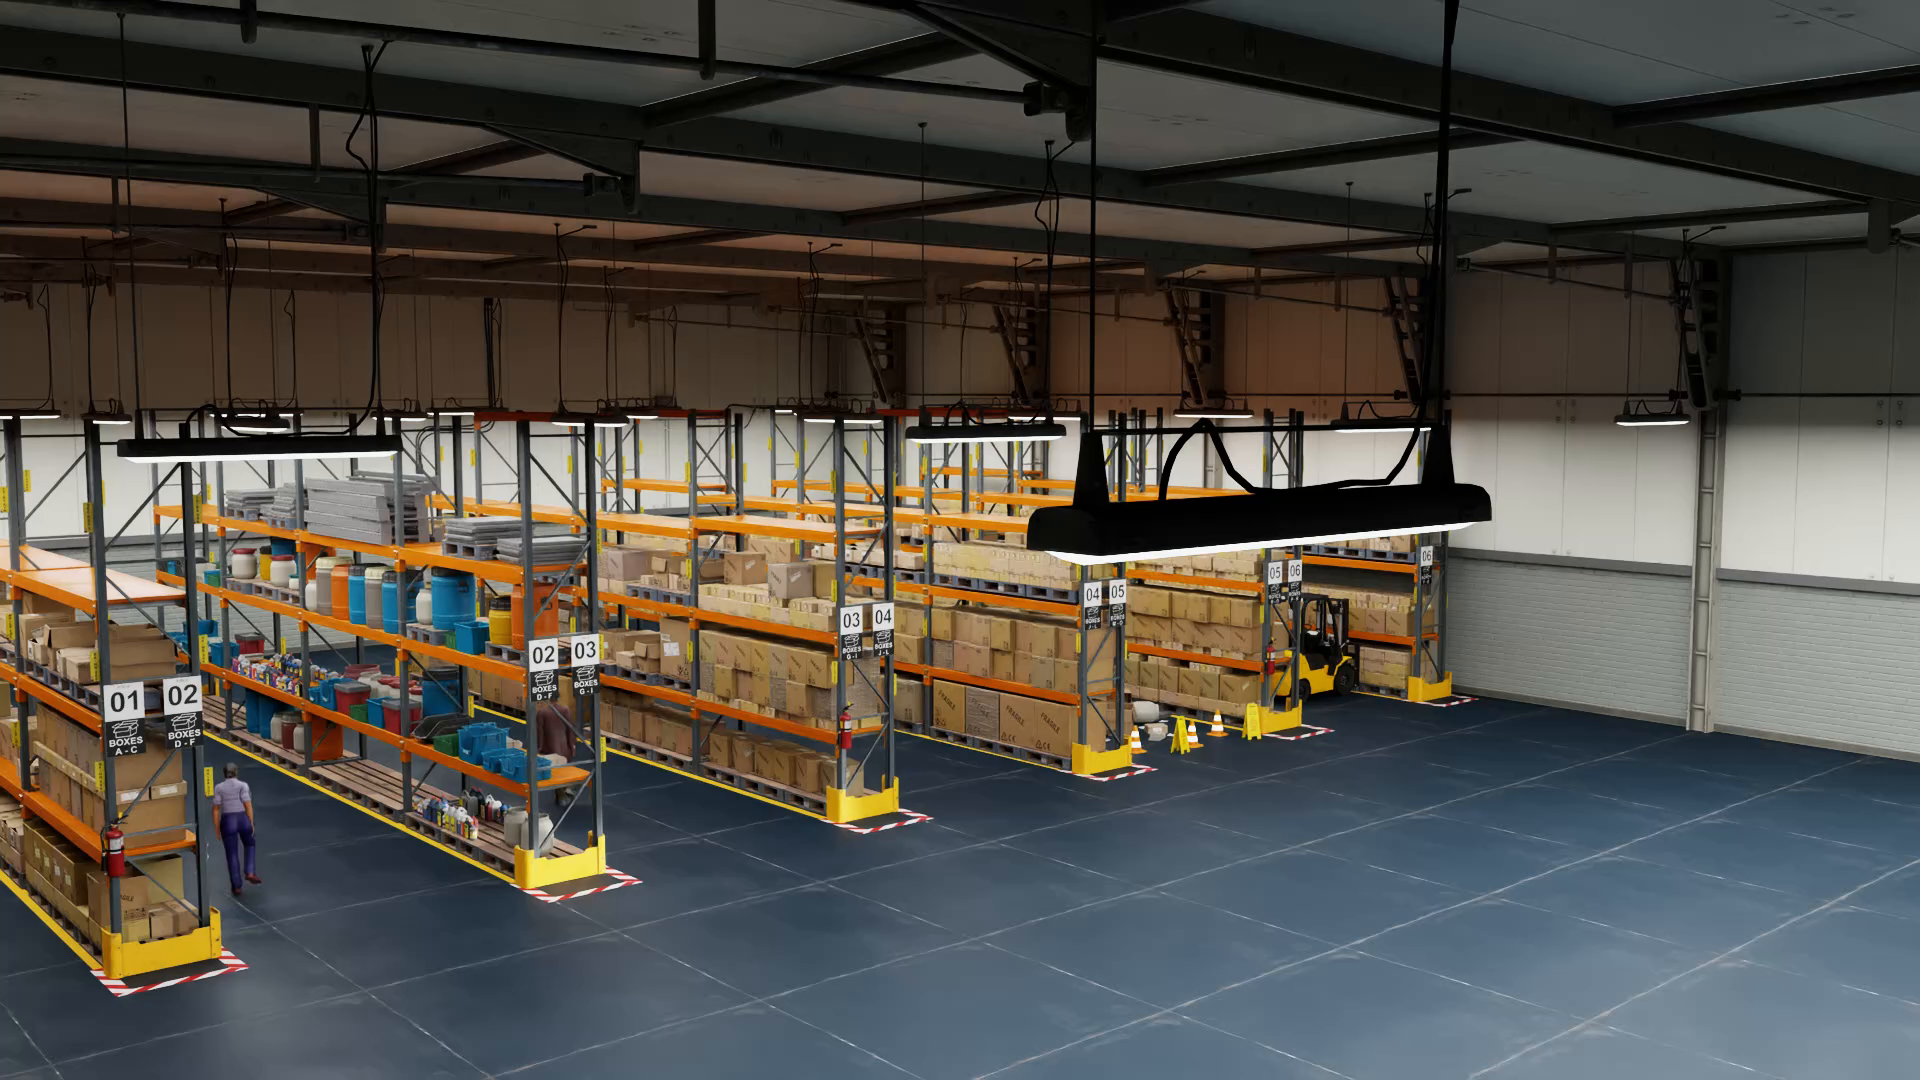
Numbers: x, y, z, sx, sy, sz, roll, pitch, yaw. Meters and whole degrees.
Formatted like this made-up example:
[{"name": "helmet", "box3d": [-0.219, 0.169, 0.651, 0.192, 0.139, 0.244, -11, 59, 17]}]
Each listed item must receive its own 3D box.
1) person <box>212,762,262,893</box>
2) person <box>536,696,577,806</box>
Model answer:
[{"name": "person", "box3d": [-9.214, 3.658, 21.173, 0.538, 1.614, 0.459, -3, 6, -28]}, {"name": "person", "box3d": [-6.213, 3.183, 25.620, 0.591, 1.763, 0.551, -3, 6, -27]}]
